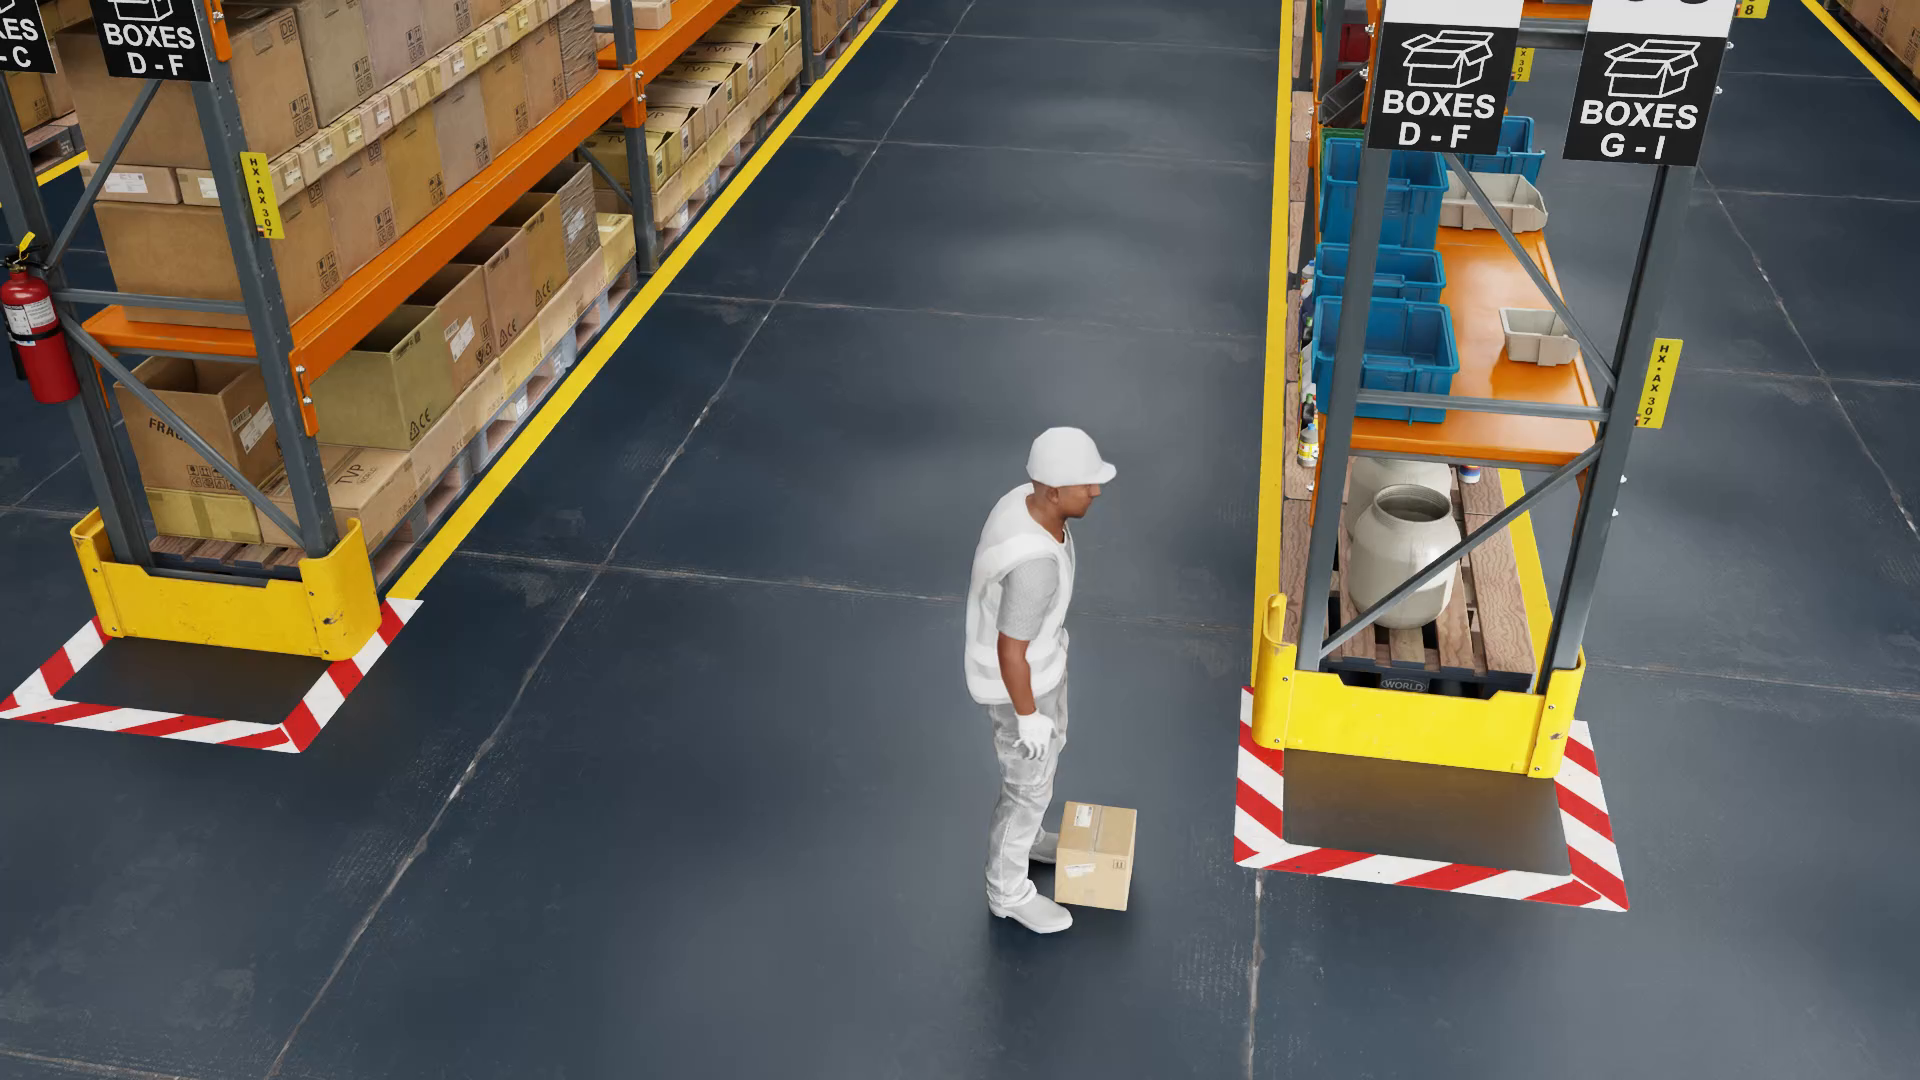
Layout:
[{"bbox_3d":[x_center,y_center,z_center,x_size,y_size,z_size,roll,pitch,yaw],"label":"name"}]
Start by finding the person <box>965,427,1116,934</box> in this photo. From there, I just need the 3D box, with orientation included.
[{"bbox_3d":[0.246,0.435,5.435,0.450,1.773,0.622,5,32,7],"label":"person"}]
